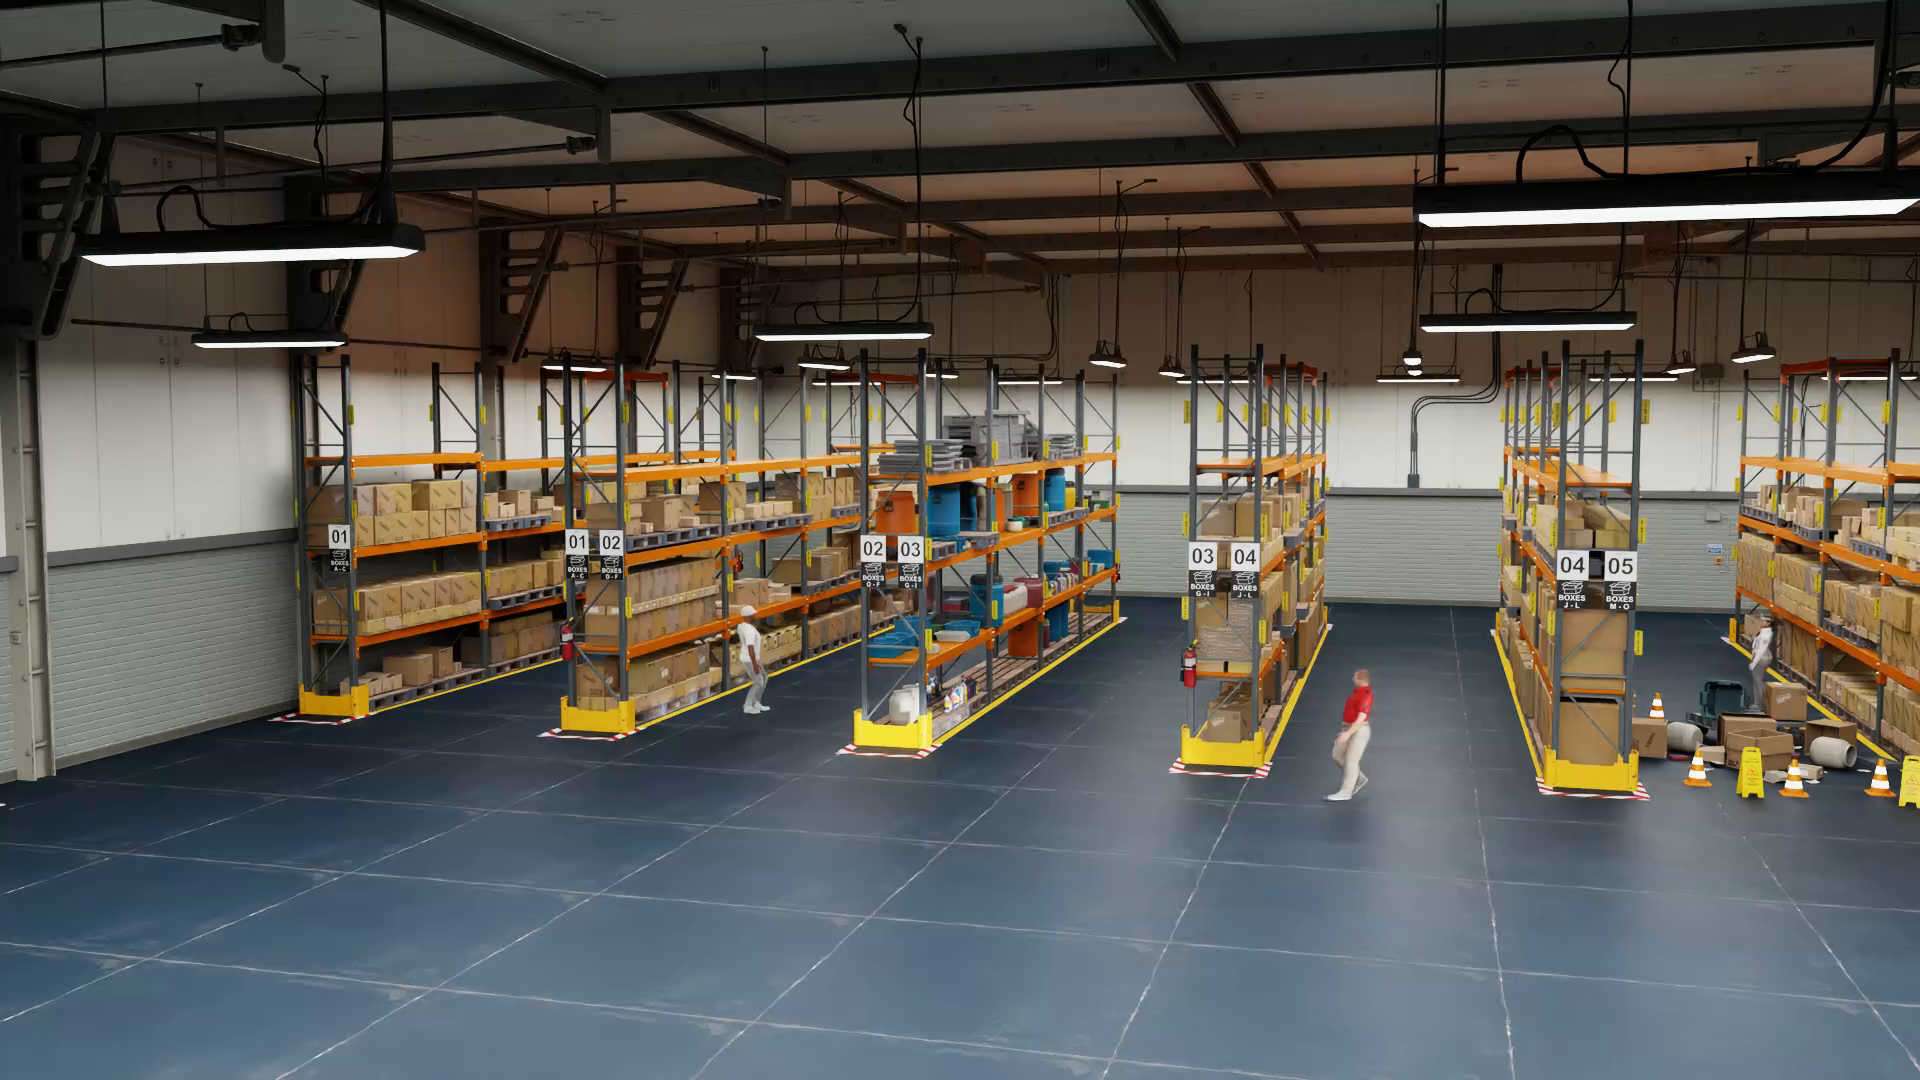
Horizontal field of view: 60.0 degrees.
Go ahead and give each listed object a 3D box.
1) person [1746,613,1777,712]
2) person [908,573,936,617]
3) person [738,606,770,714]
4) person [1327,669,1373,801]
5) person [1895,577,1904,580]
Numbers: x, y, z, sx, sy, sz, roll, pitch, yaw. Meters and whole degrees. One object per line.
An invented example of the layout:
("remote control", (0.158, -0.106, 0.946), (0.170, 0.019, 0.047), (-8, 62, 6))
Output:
("person", (13.467, 2.074, 27.998), (0.528, 1.710, 0.444), (-4, 6, -43))
("person", (-0.841, 1.356, 36.834), (0.605, 1.742, 1.066), (1, 4, 17))
("person", (-3.284, 1.883, 26.352), (0.489, 1.708, 0.638), (0, 4, 0))
("person", (5.071, 2.522, 21.643), (0.636, 1.708, 0.600), (-1, 4, -14))
("person", (21.116, 1.368, 37.305), (0.485, 1.642, 0.439), (1, 4, 10))
